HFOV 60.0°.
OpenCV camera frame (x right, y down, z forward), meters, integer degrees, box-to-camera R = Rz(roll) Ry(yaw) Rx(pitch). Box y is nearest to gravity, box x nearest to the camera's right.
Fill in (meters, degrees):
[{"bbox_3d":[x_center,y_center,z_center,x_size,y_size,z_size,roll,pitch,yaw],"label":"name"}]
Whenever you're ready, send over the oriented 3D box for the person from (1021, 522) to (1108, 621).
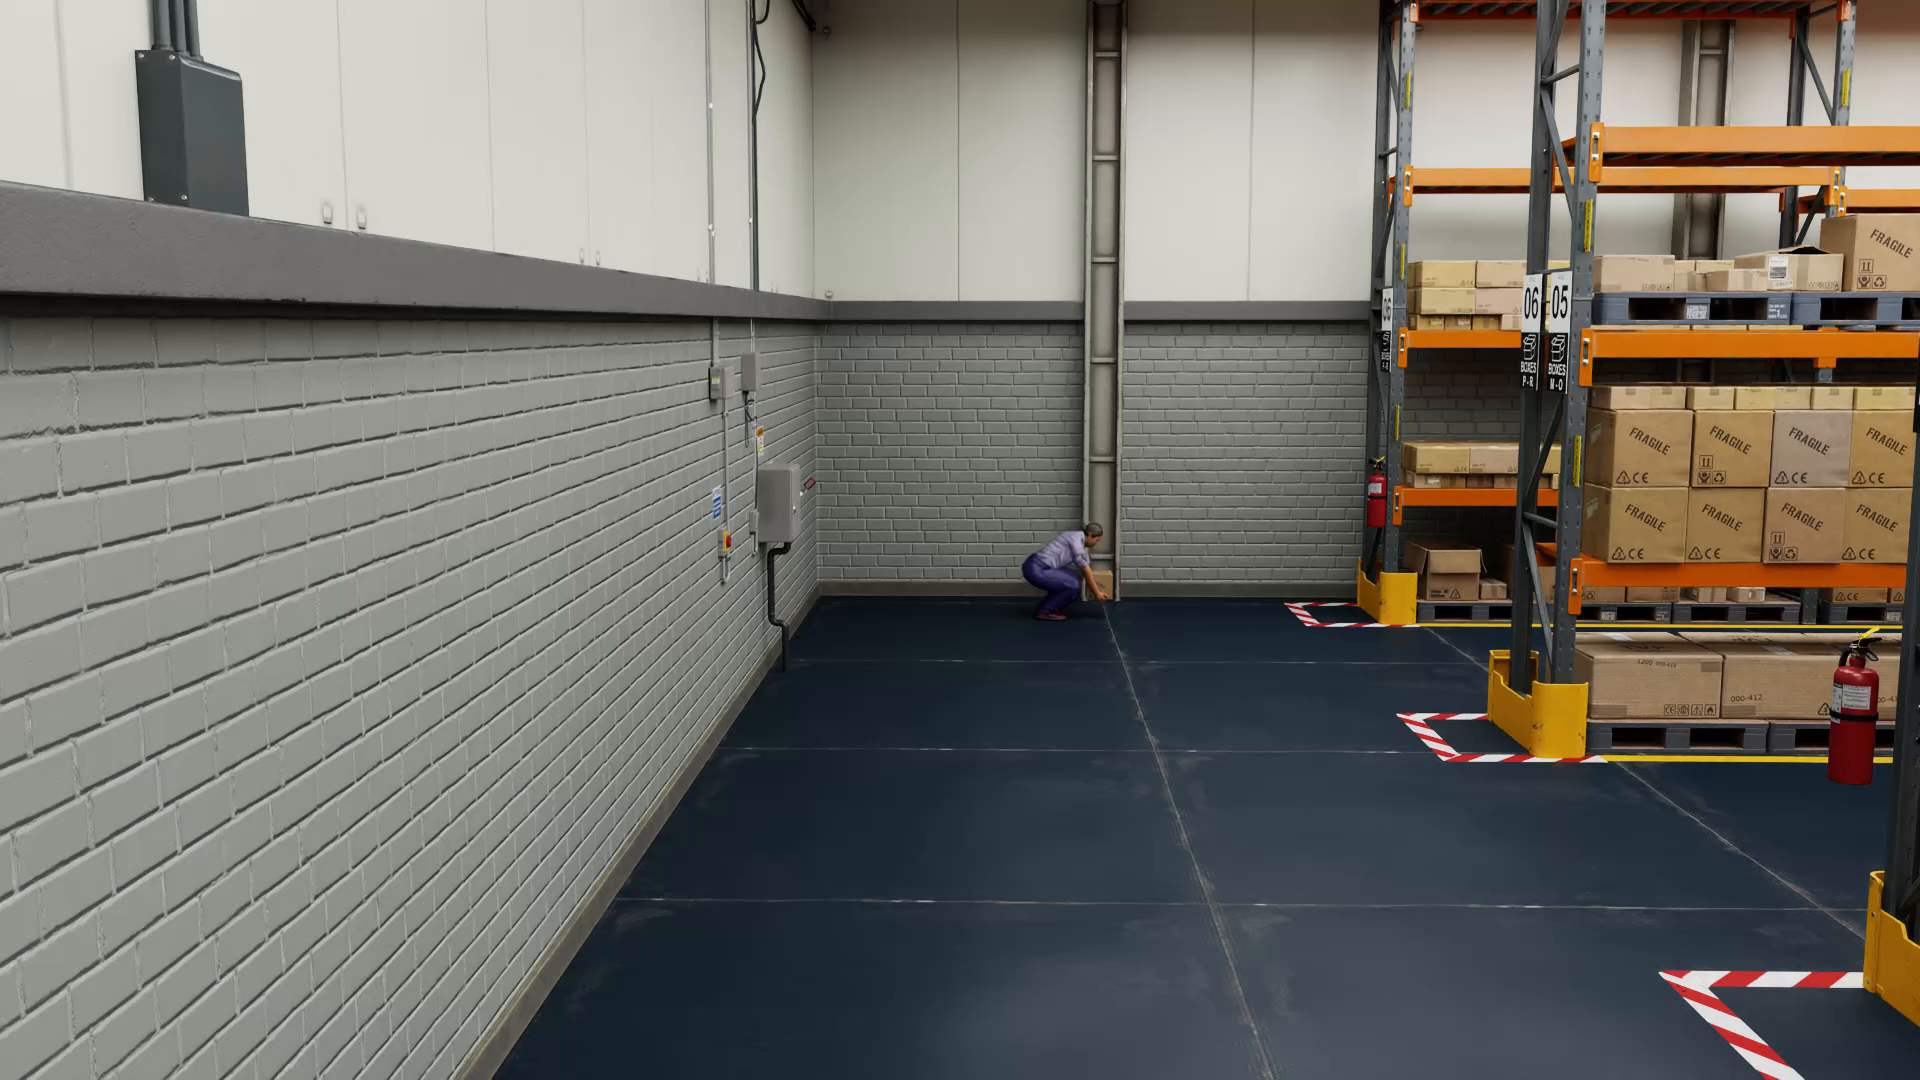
[{"bbox_3d":[1.028,0.309,16.293,0.848,0.933,0.508,0,7,0],"label":"person"}]
